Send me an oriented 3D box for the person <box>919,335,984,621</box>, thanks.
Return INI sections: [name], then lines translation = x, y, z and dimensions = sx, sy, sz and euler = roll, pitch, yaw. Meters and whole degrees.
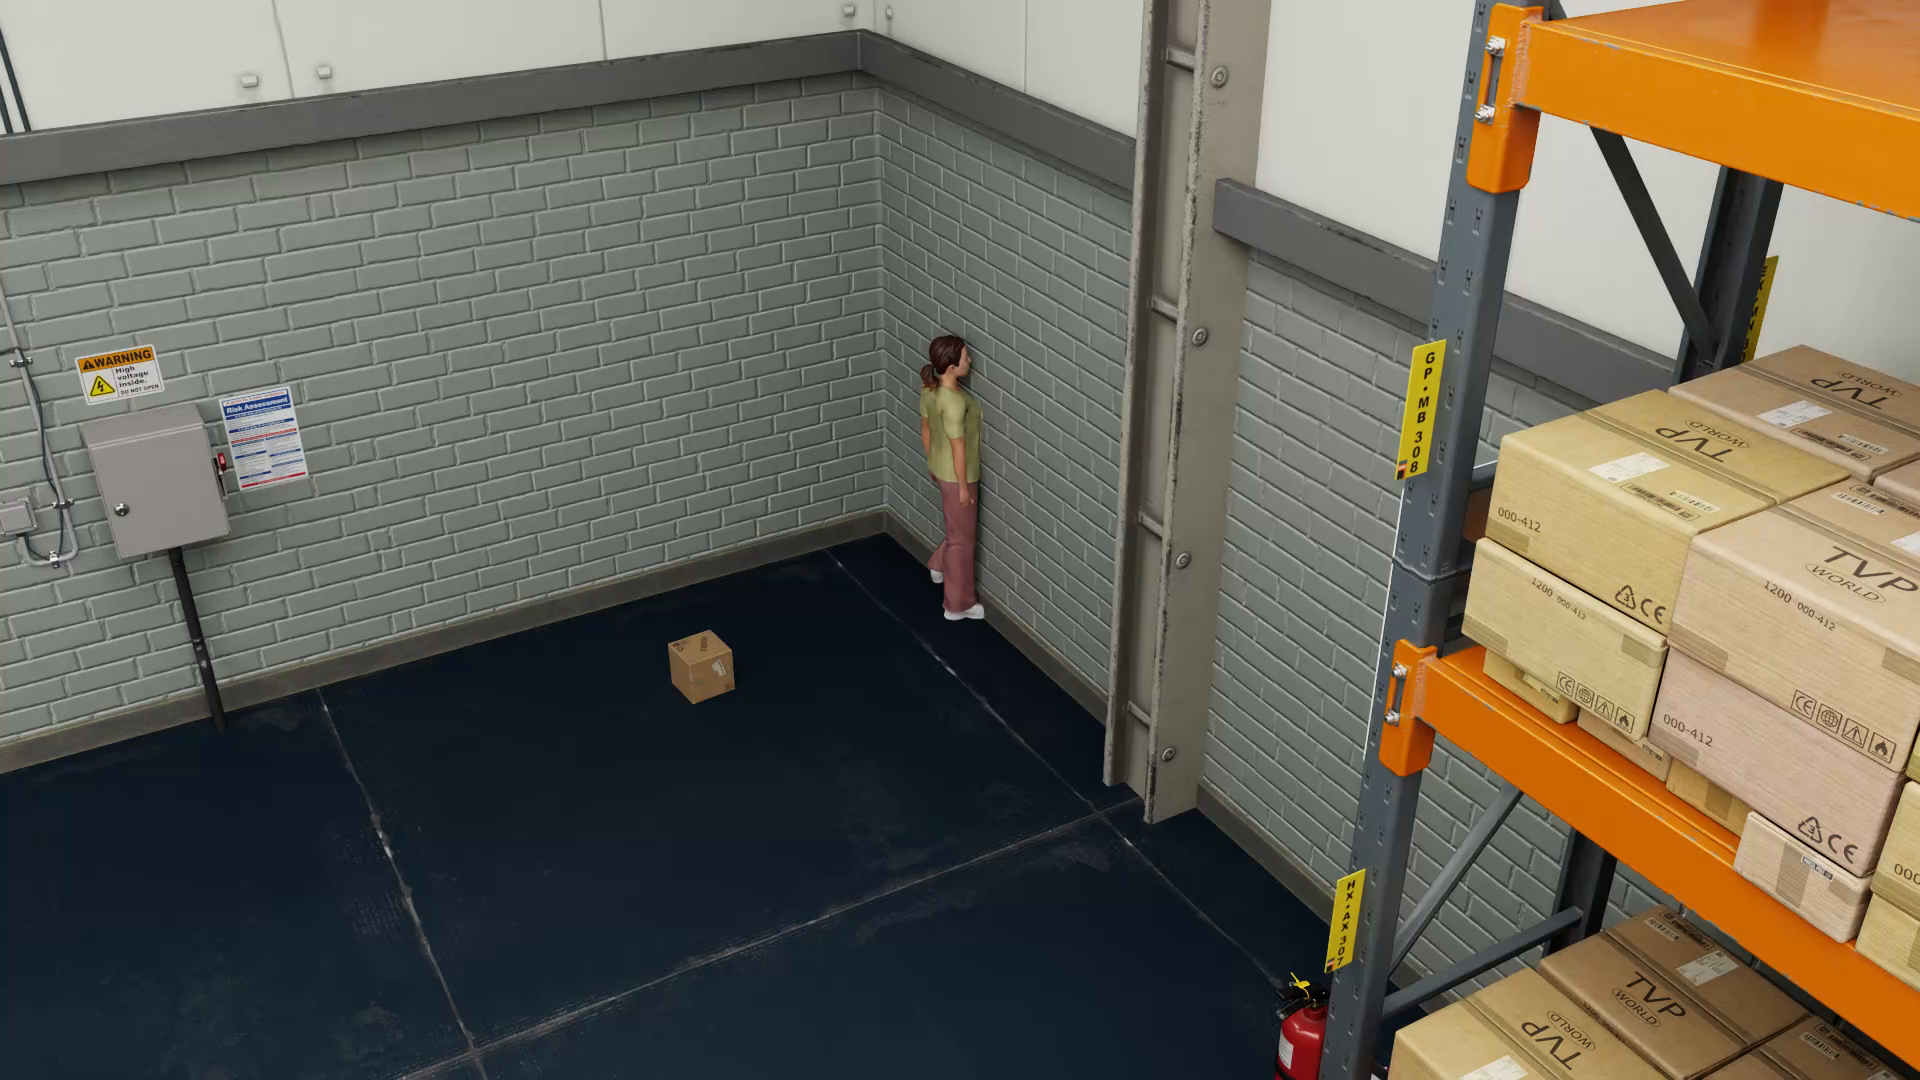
[person]
translation = 0.010, -0.360, 9.205
dimensions = 0.479, 1.673, 0.432
euler = -13, 32, -22
